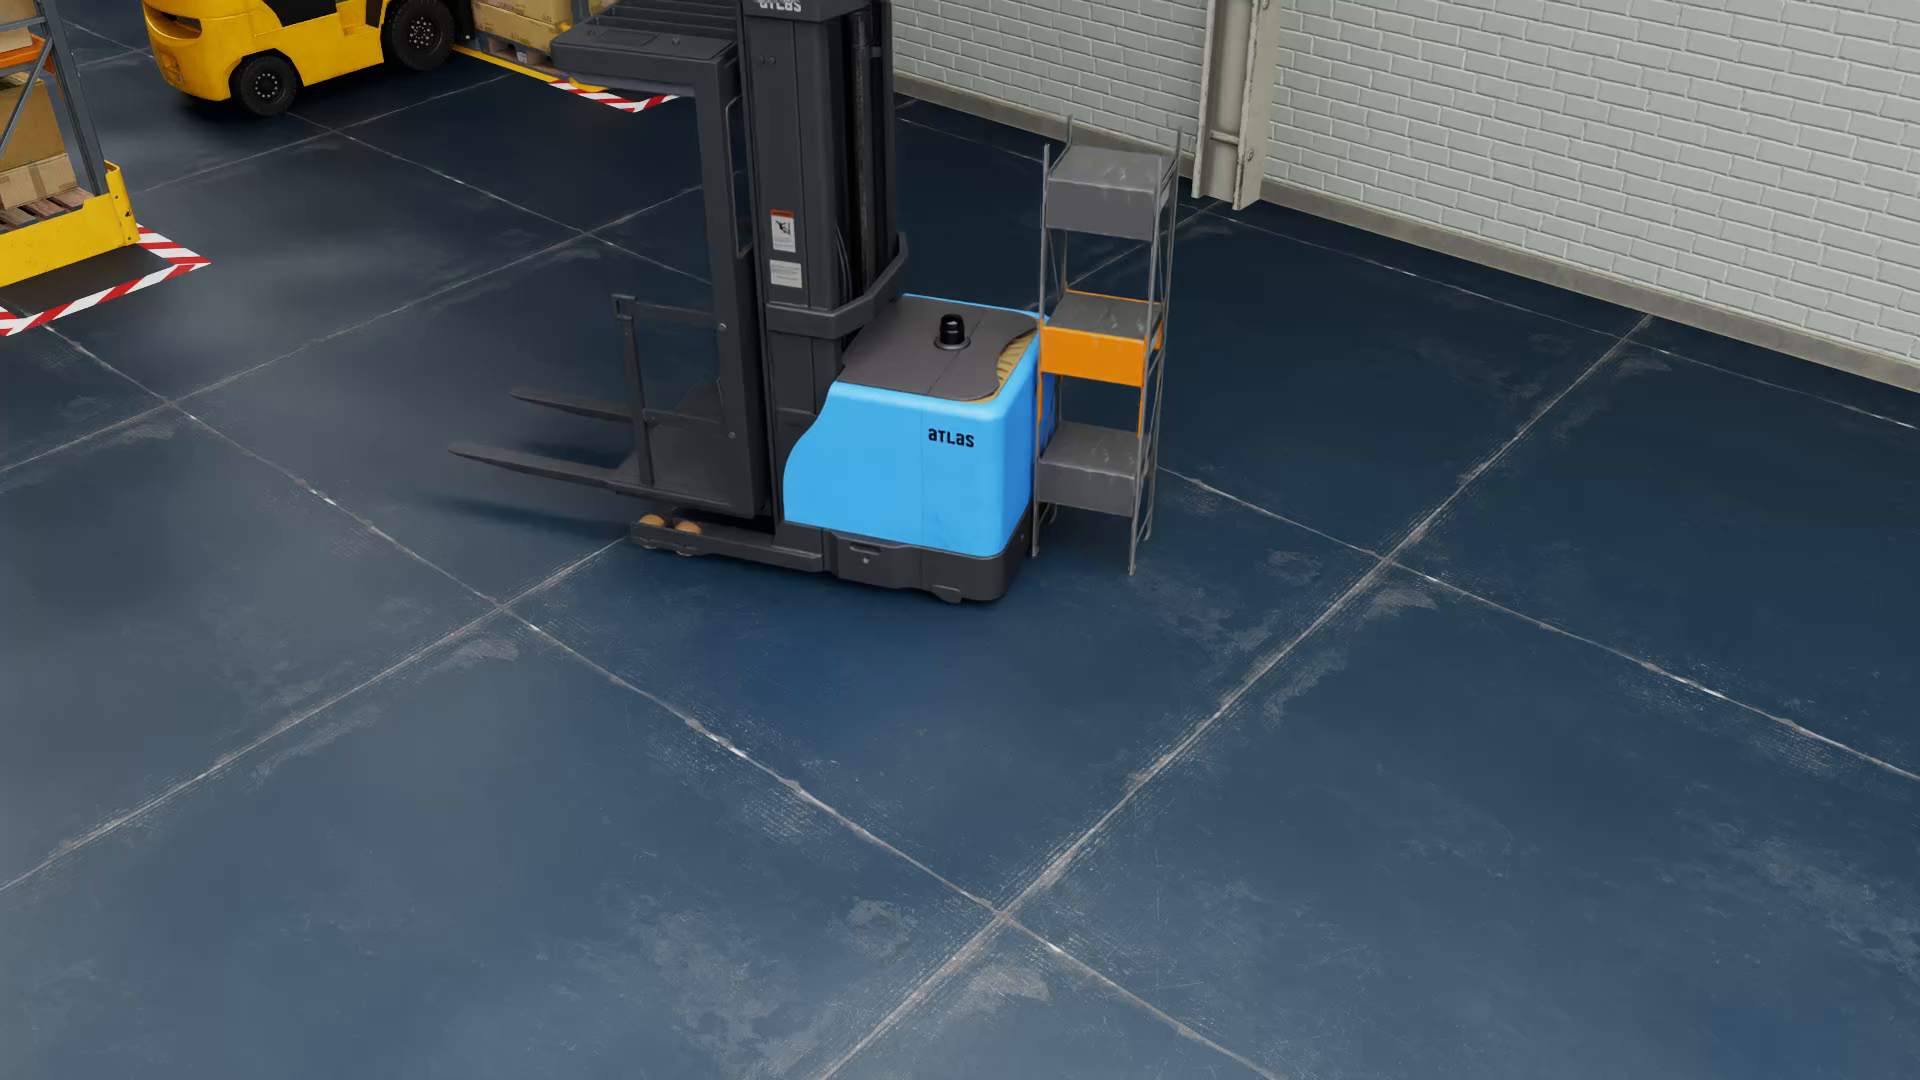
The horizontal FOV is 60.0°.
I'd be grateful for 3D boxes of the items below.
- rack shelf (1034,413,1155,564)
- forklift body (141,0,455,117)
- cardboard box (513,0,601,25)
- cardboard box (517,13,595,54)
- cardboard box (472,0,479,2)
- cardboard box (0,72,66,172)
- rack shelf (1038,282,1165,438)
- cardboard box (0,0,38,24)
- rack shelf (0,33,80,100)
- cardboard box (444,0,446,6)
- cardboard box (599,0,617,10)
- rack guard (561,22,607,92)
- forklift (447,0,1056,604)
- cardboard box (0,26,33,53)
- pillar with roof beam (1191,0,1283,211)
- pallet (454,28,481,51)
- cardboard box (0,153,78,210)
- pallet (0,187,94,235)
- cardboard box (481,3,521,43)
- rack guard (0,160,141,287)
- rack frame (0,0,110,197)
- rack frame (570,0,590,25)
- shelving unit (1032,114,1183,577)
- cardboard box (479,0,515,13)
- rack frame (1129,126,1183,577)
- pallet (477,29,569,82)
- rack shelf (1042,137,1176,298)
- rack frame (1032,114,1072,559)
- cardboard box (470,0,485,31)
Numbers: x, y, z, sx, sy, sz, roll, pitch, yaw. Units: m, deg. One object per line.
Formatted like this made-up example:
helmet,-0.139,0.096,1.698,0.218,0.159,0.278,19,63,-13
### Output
rack shelf,0.652,-0.252,8.022,0.480,0.518,0.431,11,36,15
forklift body,-5.389,-4.742,13.256,1.214,2.155,2.313,25,42,32
cardboard box,-3.339,-4.485,13.748,0.500,0.250,0.500,25,41,31
cardboard box,-3.328,-4.272,13.878,0.500,0.250,0.500,26,42,32
cardboard box,-4.128,-4.849,14.278,0.500,0.250,0.500,24,41,31
cardboard box,-6.400,-2.808,11.084,0.500,0.500,0.500,24,41,30
rack shelf,0.652,-0.829,7.626,0.480,0.518,0.431,11,36,15
cardboard box,-6.124,-3.494,10.337,0.500,0.500,0.500,25,41,31
rack shelf,-7.475,-3.466,11.283,4.000,0.370,1.077,25,42,32
cardboard box,-4.496,-4.819,14.676,0.500,0.250,0.500,27,43,33
cardboard box,-2.993,-4.706,14.068,0.500,0.250,0.500,26,42,33
rack guard,-2.746,-4.160,13.866,0.348,0.500,1.175,25,42,32
forklift,-1.096,-1.400,7.700,3.031,2.935,1.130,11,36,15
cardboard box,-6.067,-3.148,10.406,0.250,0.149,0.380,25,42,32
pillar with roof beam,-0.867,-4.270,6.519,0.400,9.000,9.100,25,42,32
pallet,-4.313,-4.751,14.981,1.213,0.211,1.003,25,42,32
cardboard box,-6.381,-2.490,11.285,0.500,0.250,0.500,25,42,31
pallet,-6.598,-2.226,11.305,1.213,0.211,1.003,25,42,32
cardboard box,-3.704,-4.456,14.146,0.500,0.250,0.500,25,42,32
rack guard,-5.996,-2.035,10.772,0.348,0.500,1.175,25,42,32
rack frame,-5.938,-3.038,10.024,0.127,3.000,1.000,25,42,32
rack frame,-2.765,-5.199,13.171,0.127,3.000,1.000,25,42,32
shelving unit,0.652,-0.840,7.618,0.503,2.100,0.431,11,36,15
cardboard box,-3.718,-4.672,14.019,0.500,0.250,0.500,25,42,31
rack frame,0.883,-0.797,7.555,0.015,2.100,0.400,11,36,15
pallet,-3.379,-4.308,14.337,1.213,0.211,1.003,25,42,32
rack shelf,0.652,-1.406,7.230,0.480,0.518,0.431,11,36,15
rack frame,0.420,-0.883,7.682,0.015,2.100,0.400,11,36,15
cardboard box,-4.083,-4.641,14.416,0.500,0.250,0.500,26,42,32
